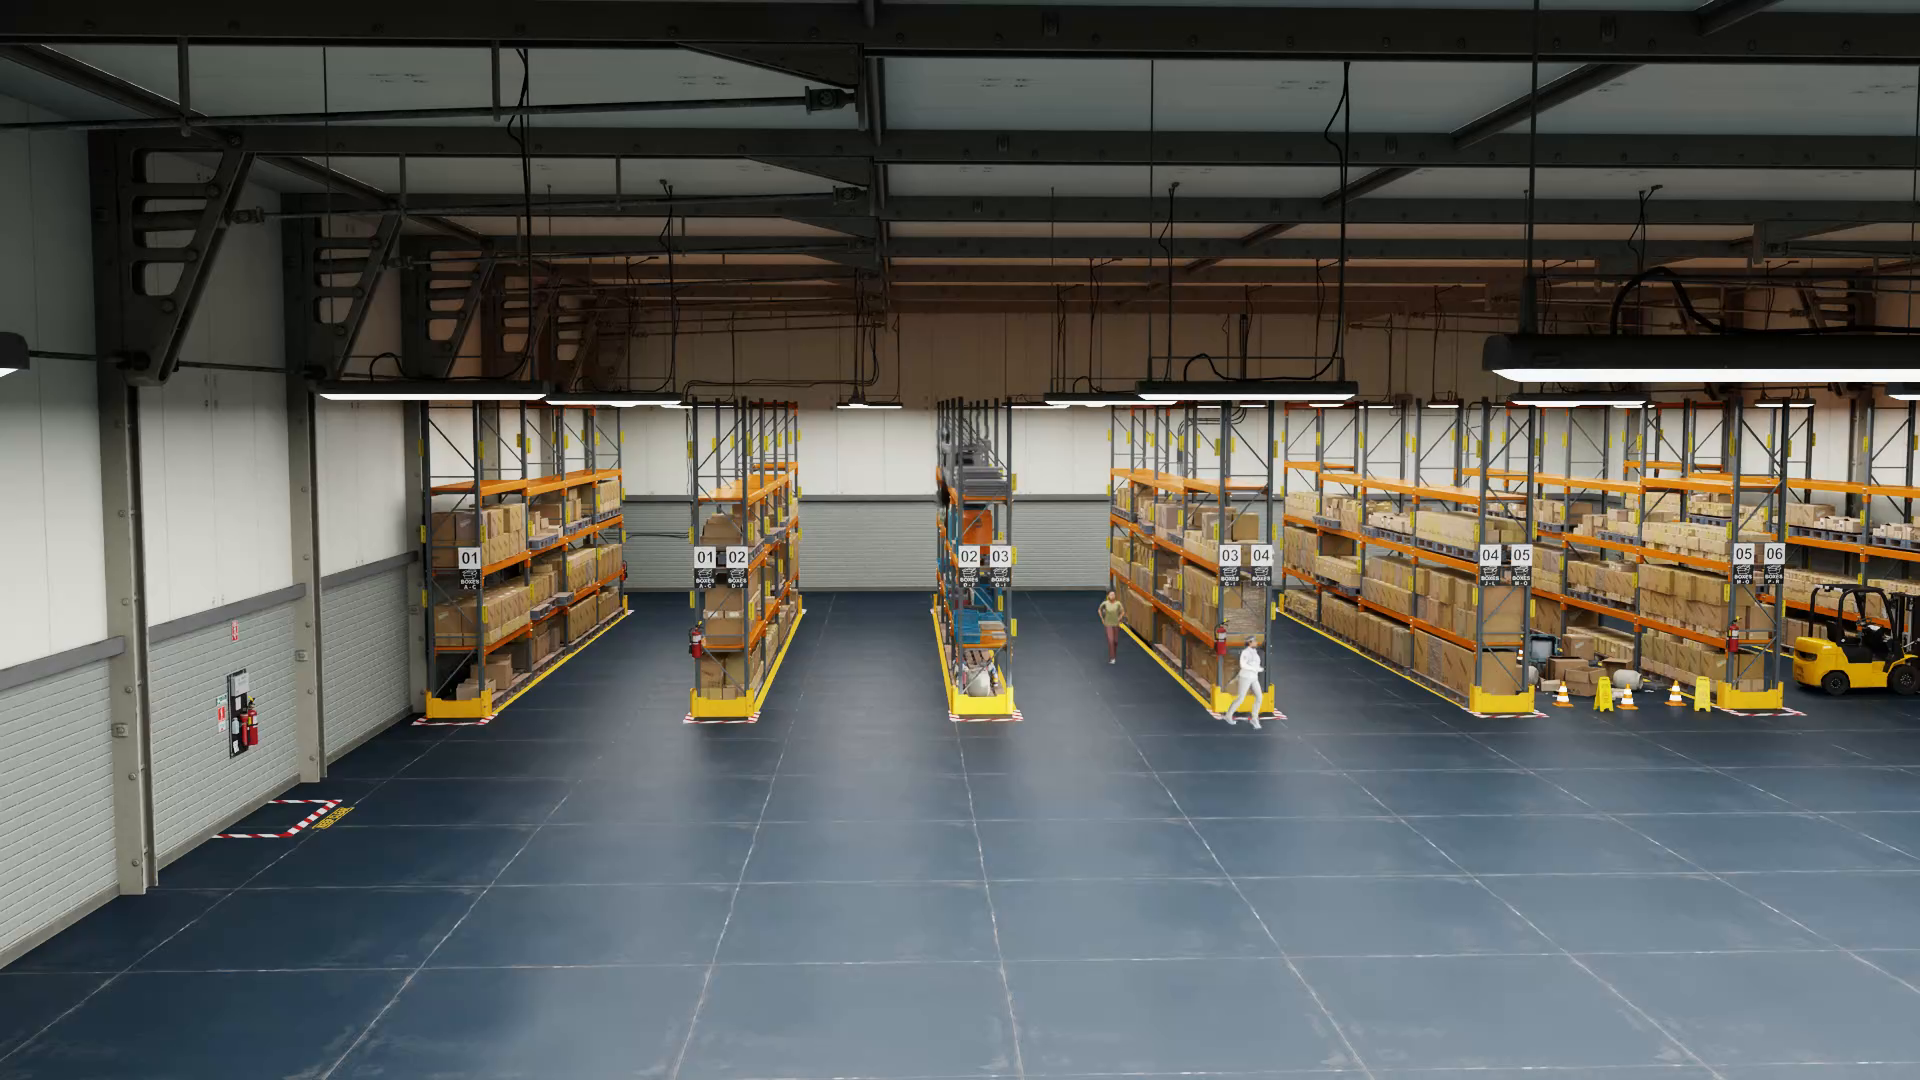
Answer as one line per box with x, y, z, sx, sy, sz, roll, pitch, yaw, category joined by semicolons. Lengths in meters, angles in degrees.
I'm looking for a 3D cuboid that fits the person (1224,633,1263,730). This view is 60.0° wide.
5.192;2.554;30.172;0.730;1.732;0.574;3;6;37;person

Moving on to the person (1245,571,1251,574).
7.989;1.288;47.100;0.651;1.613;0.497;2;5;22;person

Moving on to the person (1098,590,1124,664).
3.464;1.963;38.025;0.590;1.664;0.783;0;4;-4;person
